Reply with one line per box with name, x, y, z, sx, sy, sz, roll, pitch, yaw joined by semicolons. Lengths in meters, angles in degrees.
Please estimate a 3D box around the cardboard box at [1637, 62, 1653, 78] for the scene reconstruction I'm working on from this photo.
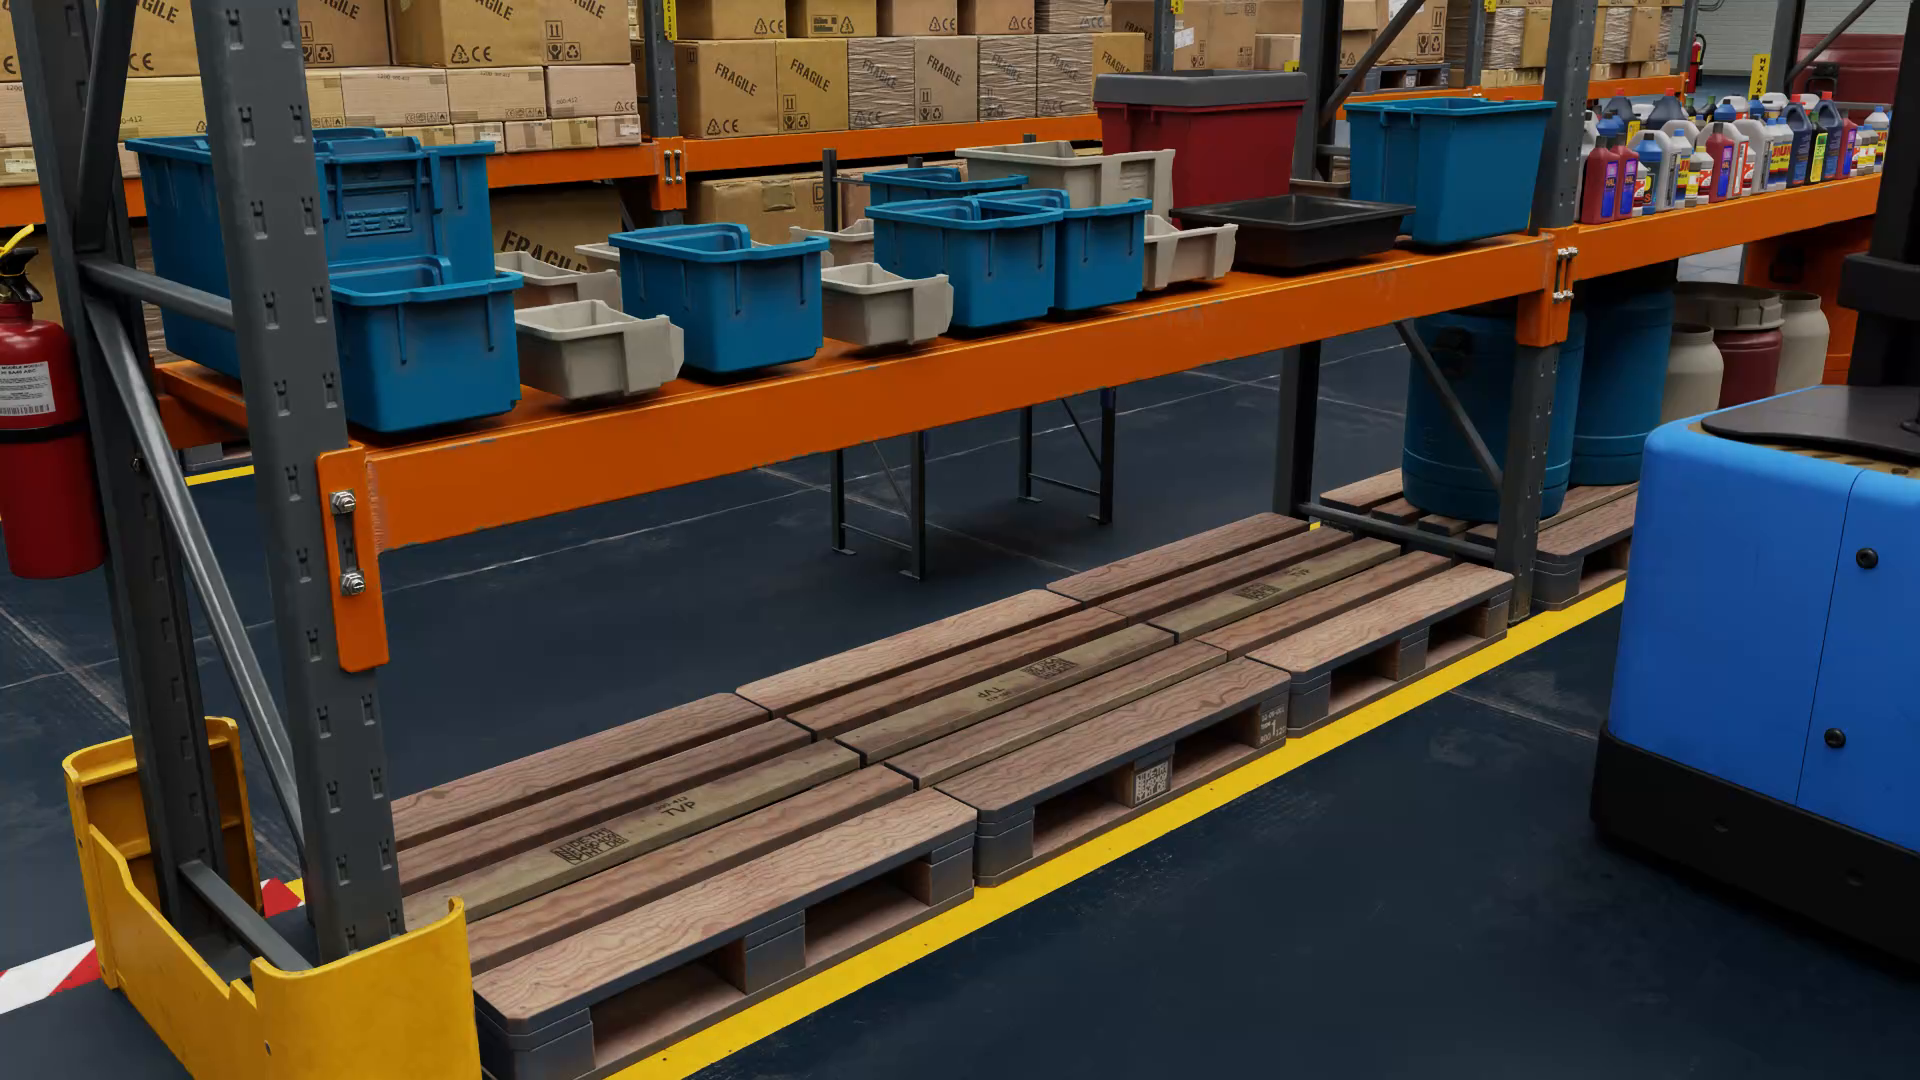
cardboard box;6.474;-4.569;16.120;0.250;0.149;0.380;-16;24;-41

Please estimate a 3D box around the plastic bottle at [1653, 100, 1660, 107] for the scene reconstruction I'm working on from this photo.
plastic bottle;3.051;-1.798;7.356;0.133;0.283;0.061;-16;24;-41

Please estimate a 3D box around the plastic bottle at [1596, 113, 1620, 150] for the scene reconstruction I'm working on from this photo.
plastic bottle;2.613;-1.592;6.741;0.097;0.271;0.097;0;18;0

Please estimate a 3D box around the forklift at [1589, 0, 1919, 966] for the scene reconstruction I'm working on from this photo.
forklift;3.047;-0.786;4.156;3.031;2.935;1.130;-13;22;-35

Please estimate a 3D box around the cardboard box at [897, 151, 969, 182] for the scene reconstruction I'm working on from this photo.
cardboard box;-0.114;-2.078;10.793;0.875;0.875;1.225;-16;24;-41

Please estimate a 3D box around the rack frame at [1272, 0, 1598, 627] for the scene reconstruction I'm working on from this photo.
rack frame;1.552;-1.260;5.507;0.127;3.000;1.000;-16;24;-41

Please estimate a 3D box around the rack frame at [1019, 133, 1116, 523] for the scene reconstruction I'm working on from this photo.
rack frame;0.431;-0.839;6.641;0.032;1.500;0.500;-16;24;-41

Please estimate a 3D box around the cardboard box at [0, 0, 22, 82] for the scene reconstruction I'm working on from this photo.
cardboard box;-3.860;-2.096;6.631;0.500;0.500;0.500;-17;25;-42

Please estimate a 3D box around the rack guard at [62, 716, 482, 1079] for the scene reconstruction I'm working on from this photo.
rack guard;-1.363;0.785;3.253;0.348;0.500;1.175;-16;24;-41

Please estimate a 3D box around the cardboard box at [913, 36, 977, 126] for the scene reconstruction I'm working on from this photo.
cardboard box;-0.245;-2.782;10.040;0.500;0.500;0.500;-16;24;-40

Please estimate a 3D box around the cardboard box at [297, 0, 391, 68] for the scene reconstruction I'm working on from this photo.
cardboard box;-3.113;-2.538;7.995;0.500;0.500;0.500;17;25;42

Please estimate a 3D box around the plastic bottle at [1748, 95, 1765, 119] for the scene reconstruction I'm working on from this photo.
plastic bottle;3.818;-2.008;8.024;0.097;0.271;0.097;0;18;0

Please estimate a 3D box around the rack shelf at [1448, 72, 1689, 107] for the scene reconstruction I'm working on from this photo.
rack shelf;5.415;-4.146;15.576;4.000;0.370;1.077;-16;24;-41

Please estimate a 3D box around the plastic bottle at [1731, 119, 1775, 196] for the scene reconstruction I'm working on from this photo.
plastic bottle;2.991;-1.459;6.322;0.135;0.276;0.152;-16;24;-41

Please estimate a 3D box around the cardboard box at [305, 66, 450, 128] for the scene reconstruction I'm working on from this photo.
cardboard box;-2.737;-2.069;7.764;0.500;0.250;0.500;-16;24;-40

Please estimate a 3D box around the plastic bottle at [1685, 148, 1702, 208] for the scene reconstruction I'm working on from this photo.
plastic bottle;2.589;-1.295;5.936;0.097;0.201;0.097;0;18;0

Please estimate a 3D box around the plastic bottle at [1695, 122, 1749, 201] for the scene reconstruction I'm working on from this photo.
plastic bottle;2.822;-1.410;6.170;0.135;0.276;0.152;-16;24;-41

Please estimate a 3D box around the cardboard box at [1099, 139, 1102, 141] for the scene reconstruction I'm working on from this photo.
cardboard box;1.132;-4.504;18.278;0.875;0.875;0.875;-16;24;-40

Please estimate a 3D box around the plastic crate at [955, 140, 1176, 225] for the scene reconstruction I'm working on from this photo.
plastic crate;0.315;-0.950;4.645;0.530;0.282;0.437;-16;24;-41

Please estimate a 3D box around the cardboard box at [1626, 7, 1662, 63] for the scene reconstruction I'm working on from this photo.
cardboard box;6.169;-4.858;15.961;0.500;0.500;0.875;-16;24;-41

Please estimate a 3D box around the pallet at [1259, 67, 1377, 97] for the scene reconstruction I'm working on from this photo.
pallet;2.465;-3.555;12.896;1.213;0.211;1.003;-16;24;-41

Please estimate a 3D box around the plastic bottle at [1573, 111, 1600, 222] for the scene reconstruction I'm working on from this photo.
plastic bottle;2.059;-1.247;5.547;0.185;0.351;0.144;-16;24;-41

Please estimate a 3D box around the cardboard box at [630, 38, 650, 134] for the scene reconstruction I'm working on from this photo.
cardboard box;-1.699;-2.578;9.409;0.500;0.500;0.500;-16;24;-41

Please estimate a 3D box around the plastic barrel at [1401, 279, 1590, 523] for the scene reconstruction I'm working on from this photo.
plastic barrel;1.959;-0.573;6.109;0.708;0.901;0.600;-16;24;-41

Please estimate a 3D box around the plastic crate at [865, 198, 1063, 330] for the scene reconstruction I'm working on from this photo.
plastic crate;0.007;-0.619;3.703;0.300;0.233;0.416;-16;24;-41

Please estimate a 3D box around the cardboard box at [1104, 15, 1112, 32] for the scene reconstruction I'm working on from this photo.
cardboard box;1.271;-5.472;18.254;0.550;0.550;0.875;-16;24;-41

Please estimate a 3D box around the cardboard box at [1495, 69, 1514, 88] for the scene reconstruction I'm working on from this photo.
cardboard box;4.515;-3.974;14.284;0.250;0.149;0.380;-16;24;-41

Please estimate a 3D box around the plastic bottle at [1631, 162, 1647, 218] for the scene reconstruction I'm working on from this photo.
plastic bottle;2.279;-1.204;5.657;0.097;0.201;0.097;0;18;0

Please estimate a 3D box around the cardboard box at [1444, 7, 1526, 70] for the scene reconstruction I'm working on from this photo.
cardboard box;4.331;-4.335;14.348;0.500;0.500;0.875;-16;24;-41

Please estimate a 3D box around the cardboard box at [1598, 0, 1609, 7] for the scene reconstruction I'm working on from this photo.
cardboard box;5.545;-5.088;15.050;0.500;0.500;0.500;-16;24;-41

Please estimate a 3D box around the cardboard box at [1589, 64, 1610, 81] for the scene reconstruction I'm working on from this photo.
cardboard box;5.785;-4.345;15.429;0.250;0.149;0.380;-16;24;-41

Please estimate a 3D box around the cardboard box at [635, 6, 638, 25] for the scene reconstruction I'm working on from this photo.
cardboard box;-2.695;-4.399;13.950;0.250;0.149;0.380;-15;23;-39

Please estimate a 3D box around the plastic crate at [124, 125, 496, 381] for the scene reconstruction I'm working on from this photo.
plastic crate;-1.240;-0.570;3.226;0.499;0.435;0.616;-16;24;-41

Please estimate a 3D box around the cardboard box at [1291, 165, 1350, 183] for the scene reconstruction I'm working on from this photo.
cardboard box;2.735;-2.744;13.425;0.700;0.500;0.500;15;23;39

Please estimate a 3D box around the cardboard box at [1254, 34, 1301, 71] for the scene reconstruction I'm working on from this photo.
cardboard box;2.431;-3.649;12.439;0.500;0.250;0.500;17;25;42

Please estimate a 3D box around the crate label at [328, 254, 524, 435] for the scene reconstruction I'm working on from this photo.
crate label;-0.949;-0.340;2.843;0.303;0.233;0.416;-16;24;-41

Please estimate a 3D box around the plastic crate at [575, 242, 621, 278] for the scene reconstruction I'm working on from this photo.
plastic crate;-0.666;-0.587;3.761;0.243;0.136;0.396;-16;24;-41

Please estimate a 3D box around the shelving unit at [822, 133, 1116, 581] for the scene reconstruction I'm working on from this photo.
shelving unit;0.062;-0.732;6.309;1.048;1.500;0.538;-16;24;-41

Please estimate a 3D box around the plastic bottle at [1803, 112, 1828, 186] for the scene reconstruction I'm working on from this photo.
plastic bottle;3.395;-1.561;6.625;0.133;0.283;0.061;-16;24;-41

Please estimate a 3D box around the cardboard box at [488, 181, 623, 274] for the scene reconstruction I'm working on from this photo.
cardboard box;-2.386;-1.437;8.817;0.875;0.875;0.875;-16;24;-41

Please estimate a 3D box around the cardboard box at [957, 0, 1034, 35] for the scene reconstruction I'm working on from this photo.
cardboard box;0.037;-3.453;10.483;0.637;0.503;0.797;-16;24;-40

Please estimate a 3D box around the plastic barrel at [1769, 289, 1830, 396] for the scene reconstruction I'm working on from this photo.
plastic barrel;3.765;-0.876;7.677;0.421;0.512;0.421;0;18;0

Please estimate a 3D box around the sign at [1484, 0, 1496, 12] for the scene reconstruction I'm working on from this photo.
sign;4.345;-4.492;13.599;0.005;0.325;0.100;-16;24;-41

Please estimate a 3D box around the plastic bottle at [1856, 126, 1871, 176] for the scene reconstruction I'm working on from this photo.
plastic bottle;3.769;-1.638;6.997;0.097;0.201;0.097;0;18;0

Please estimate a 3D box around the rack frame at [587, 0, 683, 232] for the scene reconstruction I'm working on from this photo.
rack frame;-1.851;-2.370;8.930;0.127;3.000;1.000;-16;24;-41

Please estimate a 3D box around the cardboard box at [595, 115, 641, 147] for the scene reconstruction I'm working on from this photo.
cardboard box;-1.848;-2.112;8.543;0.250;0.149;0.380;-16;24;-41

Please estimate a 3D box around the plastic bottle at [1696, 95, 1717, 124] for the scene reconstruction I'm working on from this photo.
plastic bottle;3.457;-1.916;7.721;0.133;0.283;0.061;-16;24;-41

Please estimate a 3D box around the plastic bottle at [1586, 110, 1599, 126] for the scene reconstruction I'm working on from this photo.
plastic bottle;2.514;-1.619;6.815;0.135;0.276;0.152;-16;24;-41

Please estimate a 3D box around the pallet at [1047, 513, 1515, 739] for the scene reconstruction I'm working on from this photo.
pallet;1.044;0.231;5.429;1.213;0.211;1.003;-16;24;-41

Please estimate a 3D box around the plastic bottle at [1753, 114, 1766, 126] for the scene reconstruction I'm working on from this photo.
plastic bottle;3.685;-1.872;7.716;0.097;0.201;0.097;0;18;0

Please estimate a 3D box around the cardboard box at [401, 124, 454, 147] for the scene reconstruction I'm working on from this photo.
cardboard box;-2.595;-1.894;7.870;0.250;0.149;0.380;-16;24;-40
